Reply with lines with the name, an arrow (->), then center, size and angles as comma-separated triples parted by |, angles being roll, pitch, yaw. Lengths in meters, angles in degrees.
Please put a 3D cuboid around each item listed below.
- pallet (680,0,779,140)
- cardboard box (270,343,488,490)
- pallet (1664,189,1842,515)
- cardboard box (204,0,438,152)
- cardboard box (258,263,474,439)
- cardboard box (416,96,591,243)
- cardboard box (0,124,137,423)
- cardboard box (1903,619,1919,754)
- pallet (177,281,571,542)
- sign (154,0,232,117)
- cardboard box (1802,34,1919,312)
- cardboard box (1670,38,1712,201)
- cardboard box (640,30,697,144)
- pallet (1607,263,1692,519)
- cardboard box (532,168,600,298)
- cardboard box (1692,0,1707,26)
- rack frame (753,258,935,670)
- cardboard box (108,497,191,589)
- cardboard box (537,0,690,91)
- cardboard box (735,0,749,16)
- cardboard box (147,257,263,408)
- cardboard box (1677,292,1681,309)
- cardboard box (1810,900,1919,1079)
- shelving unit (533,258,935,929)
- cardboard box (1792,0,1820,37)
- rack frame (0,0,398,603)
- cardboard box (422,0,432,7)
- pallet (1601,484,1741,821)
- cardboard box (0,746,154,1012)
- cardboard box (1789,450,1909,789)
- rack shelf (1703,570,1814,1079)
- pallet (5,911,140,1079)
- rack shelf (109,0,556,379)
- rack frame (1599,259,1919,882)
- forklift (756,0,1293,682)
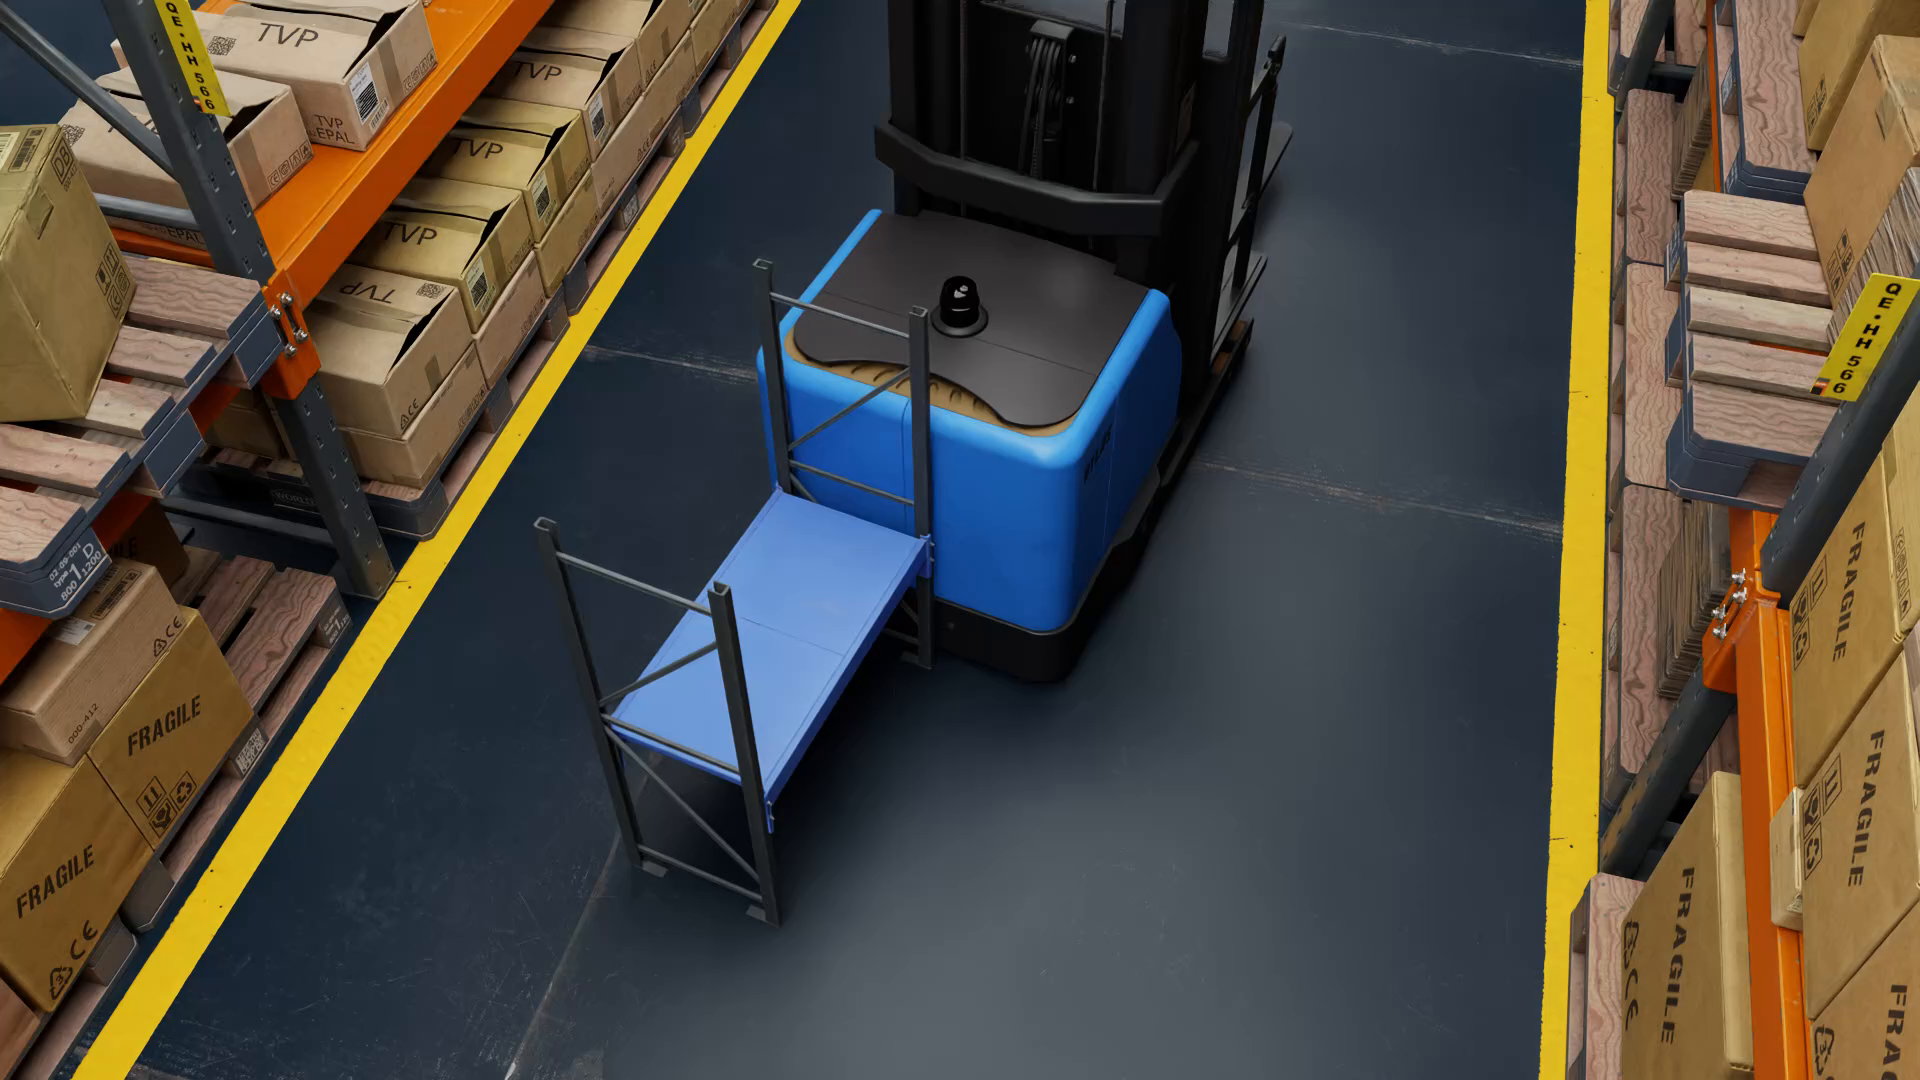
pallet -> -1.511, -2.356, 7.689 | 1.003, 0.211, 1.213 | 12, 50, 10
cardboard box -> -1.986, -0.476, 5.723 | 0.500, 0.250, 0.500 | 11, 50, 10
pallet -> 2.457, -0.424, 4.252 | 1.213, 0.211, 1.003 | 12, 50, 10
cardboard box -> -1.985, -1.505, 5.137 | 0.500, 0.311, 0.500 | 11, 49, 10
cardboard box -> -1.986, -0.662, 5.513 | 0.500, 0.311, 0.500 | 13, 50, 11
cardboard box -> -1.720, -1.412, 6.175 | 0.500, 0.311, 0.500 | 10, 49, 9
cardboard box -> -2.465, -0.620, 3.950 | 0.700, 0.500, 0.500 | -3, 49, -3
cardboard box -> 1.864, 0.329, 2.680 | 0.500, 0.250, 0.500 | 11, 49, 10
pallet -> -2.153, -0.591, 6.131 | 1.003, 0.211, 1.213 | 12, 50, 10
sign -> -1.882, -1.183, 4.074 | 0.100, 0.325, 0.005 | 12, 50, 10
cardboard box -> 2.607, -0.881, 4.167 | 0.700, 0.500, 0.500 | 7, 49, 6
cardboard box -> 3.248, -1.627, 6.559 | 0.700, 0.500, 0.500 | 13, 50, 11
cardboard box -> -1.453, -1.956, 7.029 | 0.500, 0.250, 0.500 | 13, 50, 11
pallet -> 2.903, -0.473, 6.027 | 1.003, 0.211, 1.213 | 12, 50, 10
cardboard box -> -1.724, -1.217, 6.377 | 0.500, 0.250, 0.500 | 10, 49, 9
cardboard box -> 3.537, -2.445, 7.504 | 0.380, 0.166, 0.250 | 6, 49, 5
rack frame -> -0.315, -0.163, 4.893 | 0.500, 1.500, 0.032 | 19, 51, 16
cardboard box -> -2.803, 0.028, 5.098 | 0.500, 0.500, 0.500 | 13, 50, 12
cardboard box -> -1.449, -2.146, 6.824 | 0.500, 0.311, 0.500 | 11, 50, 10
cardboard box -> -1.184, -2.691, 7.678 | 0.500, 0.250, 0.500 | 11, 50, 10
cardboard box -> -2.507, -0.768, 5.607 | 0.500, 0.311, 0.500 | 13, 50, 11
cardboard box -> 2.987, -0.882, 5.902 | 0.700, 0.500, 0.500 | 12, 50, 10
cardboard box -> 1.719, 0.947, 2.635 | 0.500, 0.500, 0.500 | 11, 50, 10
shelving unit -> -0.526, 0.184, 4.587 | 0.538, 1.500, 1.048 | 19, 51, 16
cardboard box -> 2.961, -1.777, 4.957 | 0.700, 0.500, 0.500 | 18, 51, 15
rack frame -> -2.408, -0.926, 4.567 | 1.000, 3.000, 0.127 | 12, 50, 10
cardboard box -> -1.982, -2.176, 5.603 | 0.500, 0.500, 0.500 | 9, 49, 8
pallet -> 2.580, 0.407, 5.250 | 1.003, 0.211, 1.213 | 12, 50, 10
cardboard box -> -2.564, 0.853, 4.371 | 0.500, 0.500, 0.500 | 10, 49, 9
cardboard box -> 1.998, 0.212, 3.284 | 0.500, 0.500, 0.500 | 13, 50, 11
rack shelf -> 1.846, 1.733, 2.699 | 1.077, 0.370, 4.000 | 12, 50, 10
pallet -> -2.964, 1.409, 4.366 | 1.003, 0.211, 1.213 | 12, 50, 10
rack shelf -> -1.881, -2.135, 6.113 | 1.077, 0.370, 4.000 | 12, 50, 10
rack frame -> 2.372, 0.049, 3.706 | 1.000, 3.000, 0.127 | 12, 50, 10
forklift -> 0.463, -1.643, 5.246 | 1.130, 2.935, 3.031 | 19, 51, 16
